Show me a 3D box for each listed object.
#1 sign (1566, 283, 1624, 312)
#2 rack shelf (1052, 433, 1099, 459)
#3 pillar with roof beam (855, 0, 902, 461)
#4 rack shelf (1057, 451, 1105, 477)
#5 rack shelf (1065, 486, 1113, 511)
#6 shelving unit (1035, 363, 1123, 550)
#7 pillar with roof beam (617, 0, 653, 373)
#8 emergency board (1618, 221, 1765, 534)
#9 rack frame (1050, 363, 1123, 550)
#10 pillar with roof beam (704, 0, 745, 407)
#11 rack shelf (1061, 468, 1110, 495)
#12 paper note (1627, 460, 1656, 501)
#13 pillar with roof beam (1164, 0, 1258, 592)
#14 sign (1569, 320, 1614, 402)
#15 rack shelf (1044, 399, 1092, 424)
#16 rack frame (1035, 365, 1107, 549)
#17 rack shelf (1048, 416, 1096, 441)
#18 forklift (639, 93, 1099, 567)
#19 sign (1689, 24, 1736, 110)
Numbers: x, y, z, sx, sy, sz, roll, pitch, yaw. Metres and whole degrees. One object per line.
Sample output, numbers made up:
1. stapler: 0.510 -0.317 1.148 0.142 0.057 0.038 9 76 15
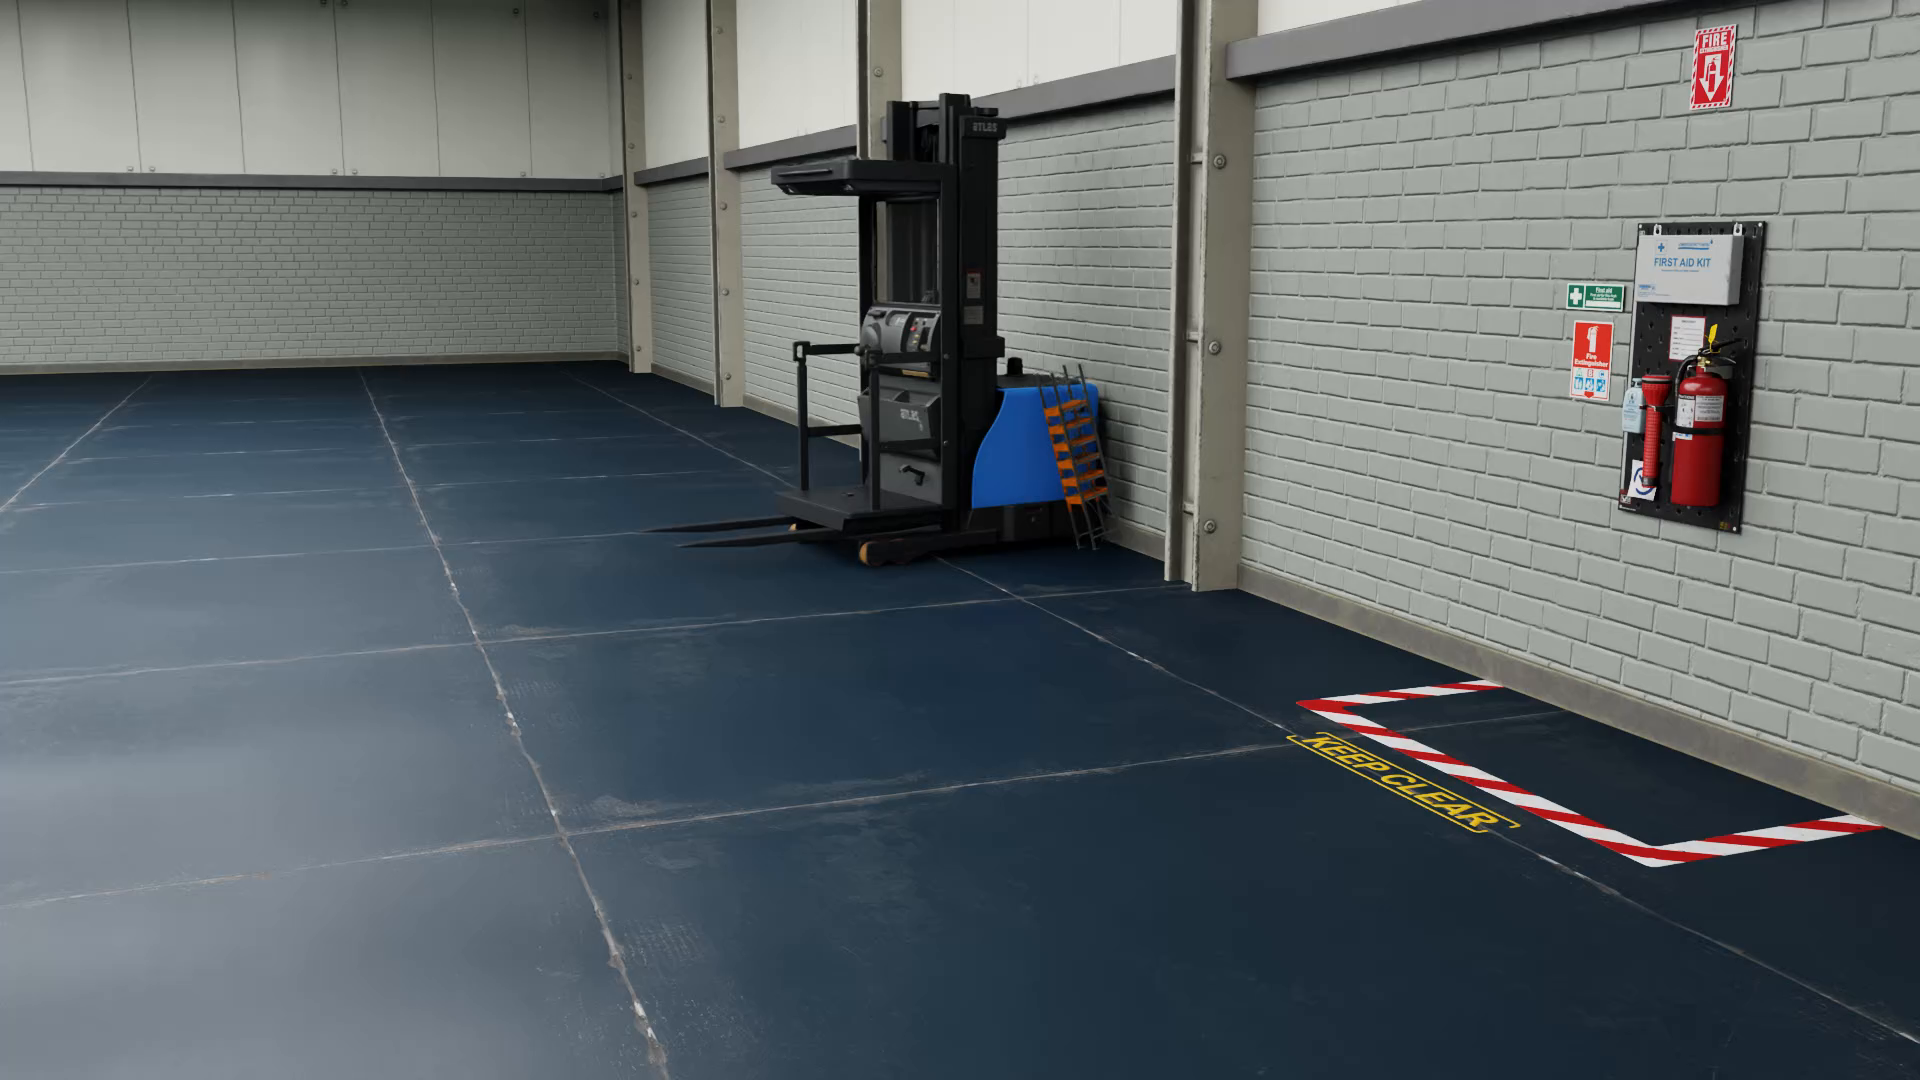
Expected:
1. sign: 2.655 -1.017 6.958 0.001 0.109 0.331 -4 11 -21
2. rack shelf: 0.766 -0.615 10.904 0.258 0.103 0.180 -20 13 -27
3. pillar with roof beam: -4.735 -4.876 13.139 9.100 9.000 0.400 -4 11 -21
4. rack shelf: 0.795 -0.501 10.927 0.258 0.103 0.180 -20 13 -27
5. rack shelf: 0.855 -0.273 10.973 0.258 0.103 0.180 -20 13 -27
6. shelving unit: 0.784 -0.543 10.918 0.258 1.200 0.189 -20 13 -27
7. pillar with roof beam: -9.084 -6.835 24.151 9.100 9.000 0.400 -4 11 -21
8. emergency board: 2.766 -0.643 6.470 0.194 1.169 0.643 -4 11 -21
9. rack frame: 0.829 -0.539 10.839 0.240 1.200 0.006 -20 13 -27
10. pillar with roof beam: -6.909 -5.856 18.645 9.100 9.000 0.400 -4 11 -21
11. rack shelf: 0.825 -0.387 10.950 0.258 0.103 0.180 -20 13 -27
12. paper note: 2.766 -0.243 6.735 0.016 0.148 0.142 -4 11 -21
13. pillar with roof beam: -2.561 -3.897 7.634 9.100 9.000 0.400 -4 11 -21
14. sign: 2.662 -0.757 7.011 0.001 0.329 0.234 -4 11 -21
15. rack shelf: 0.706 -0.843 10.857 0.258 0.103 0.180 -20 13 -27
16. rack frame: 0.739 -0.548 10.998 0.240 1.200 0.006 -20 13 -27
17. rack shelf: 0.736 -0.729 10.880 0.258 0.103 0.180 -20 13 -27
18. forklift: -0.571 -1.377 10.790 3.031 2.935 1.130 -6 12 -31
19. sign: 2.856 -1.792 6.310 0.001 0.298 0.199 -4 11 -21
